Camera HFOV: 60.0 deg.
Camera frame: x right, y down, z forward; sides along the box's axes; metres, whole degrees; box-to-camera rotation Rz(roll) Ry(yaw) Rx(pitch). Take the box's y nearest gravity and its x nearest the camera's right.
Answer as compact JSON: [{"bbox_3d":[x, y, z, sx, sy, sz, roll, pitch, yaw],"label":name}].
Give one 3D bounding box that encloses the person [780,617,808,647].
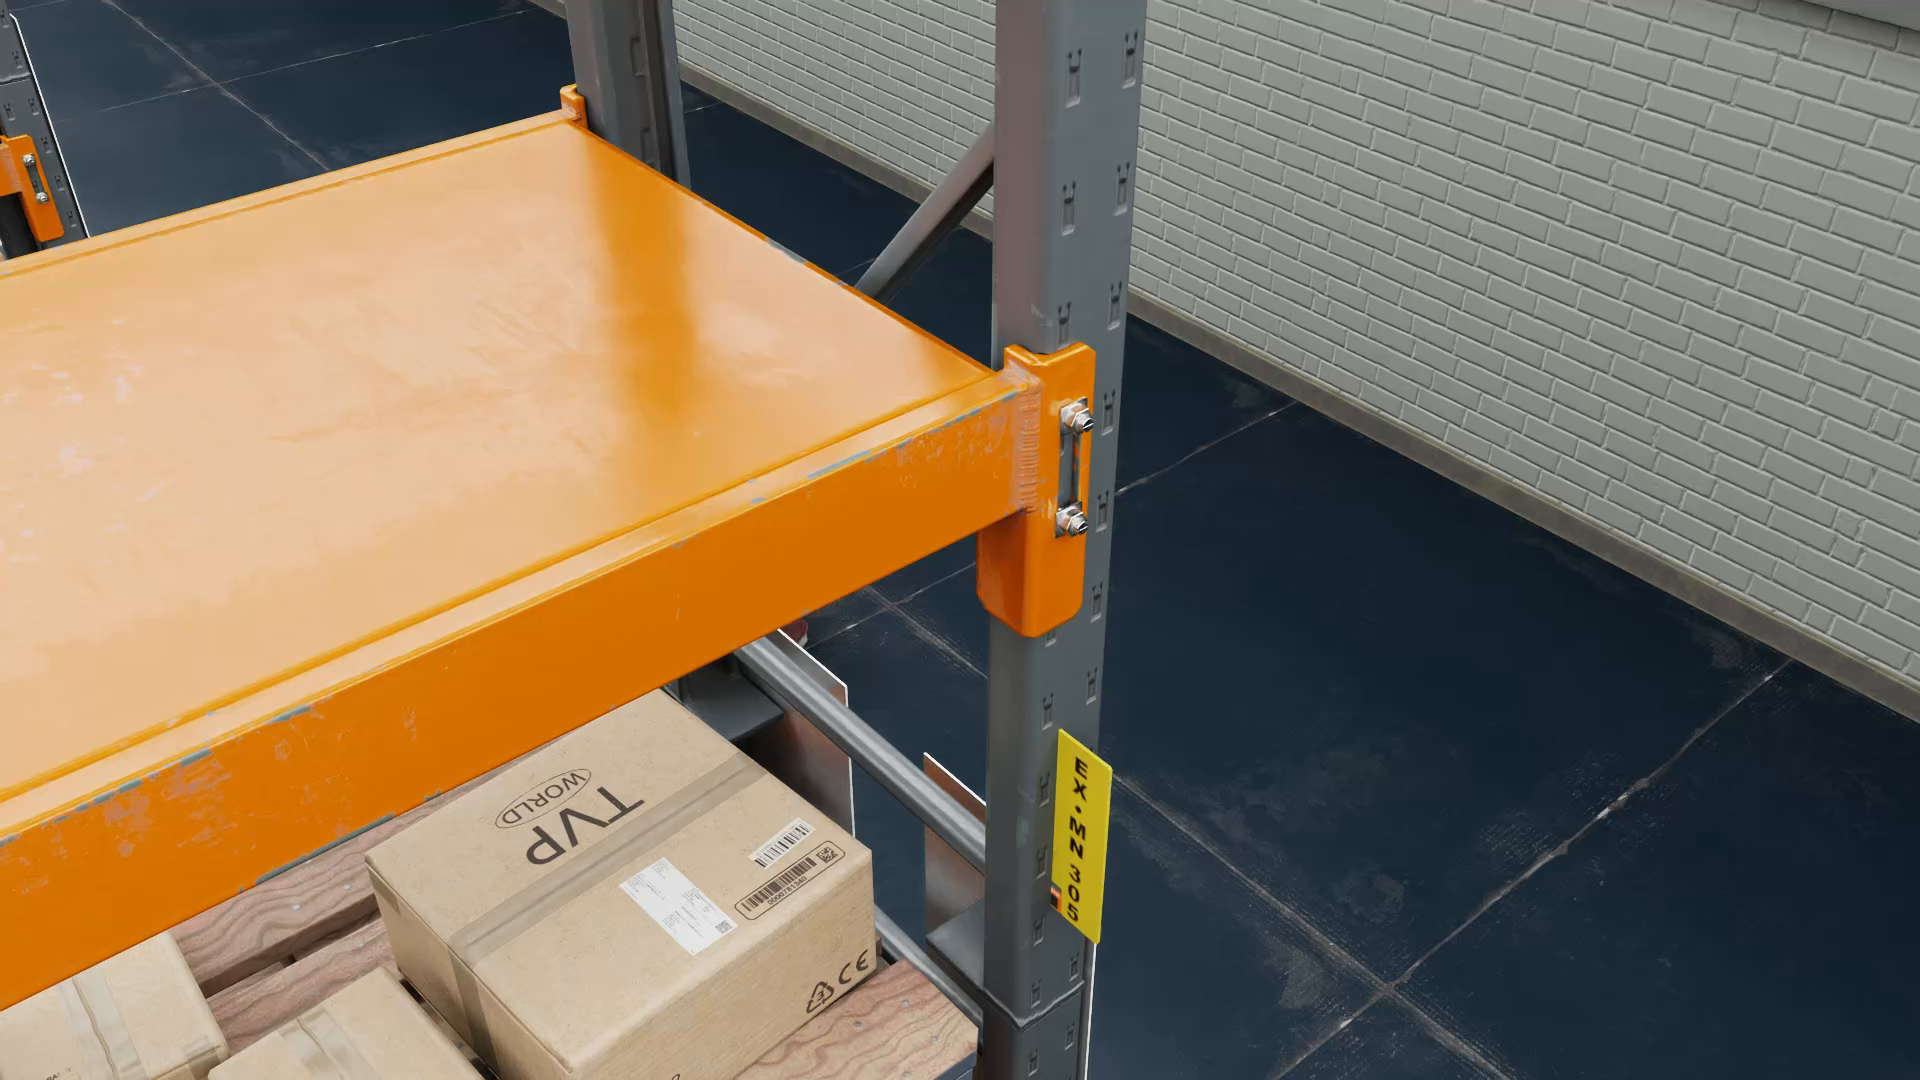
[{"bbox_3d":[-0.985,0.150,7.490,0.855,0.947,0.450,-29,45,-33],"label":"person"}]
